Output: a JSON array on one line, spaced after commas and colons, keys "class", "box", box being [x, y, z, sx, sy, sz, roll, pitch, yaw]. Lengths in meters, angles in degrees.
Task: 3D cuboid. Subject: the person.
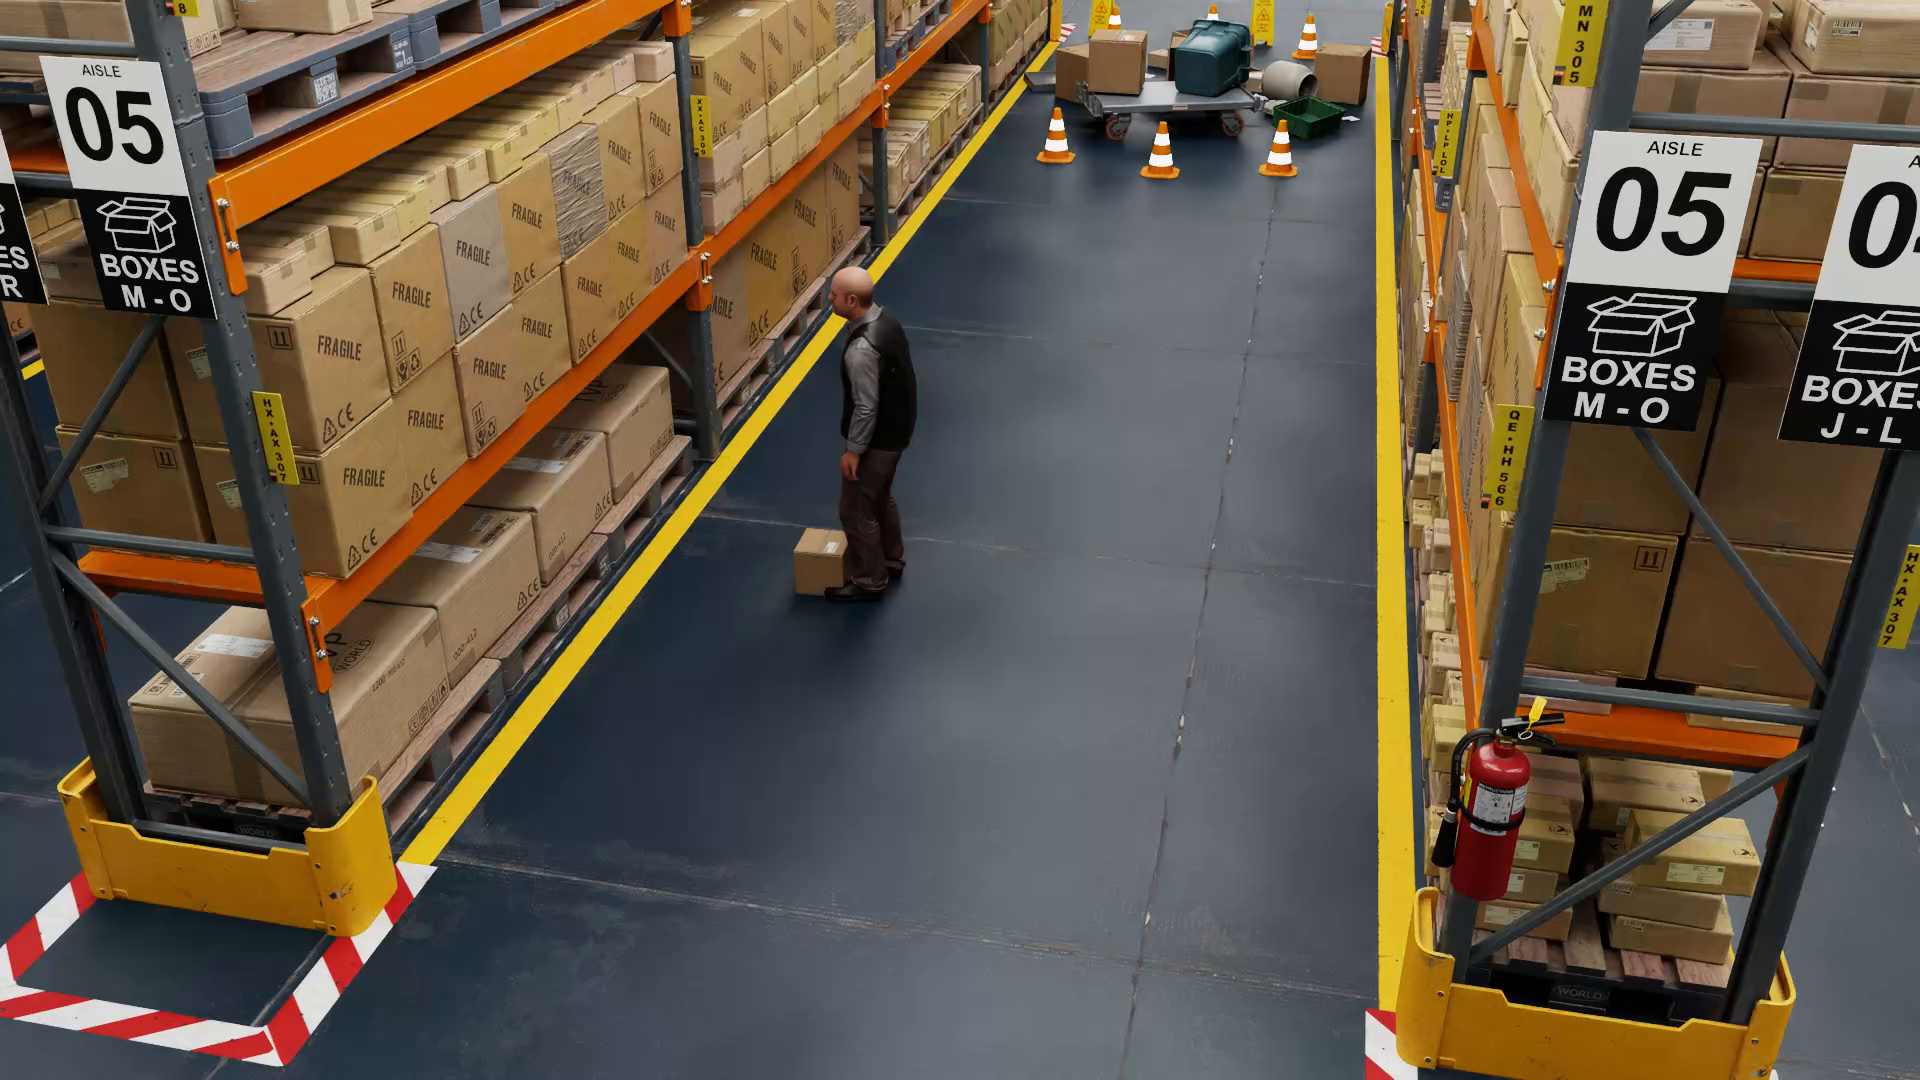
[{"class": "person", "box": [-0.440, -0.503, 8.070, 0.465, 1.722, 0.591, 5, 29, 9]}]
